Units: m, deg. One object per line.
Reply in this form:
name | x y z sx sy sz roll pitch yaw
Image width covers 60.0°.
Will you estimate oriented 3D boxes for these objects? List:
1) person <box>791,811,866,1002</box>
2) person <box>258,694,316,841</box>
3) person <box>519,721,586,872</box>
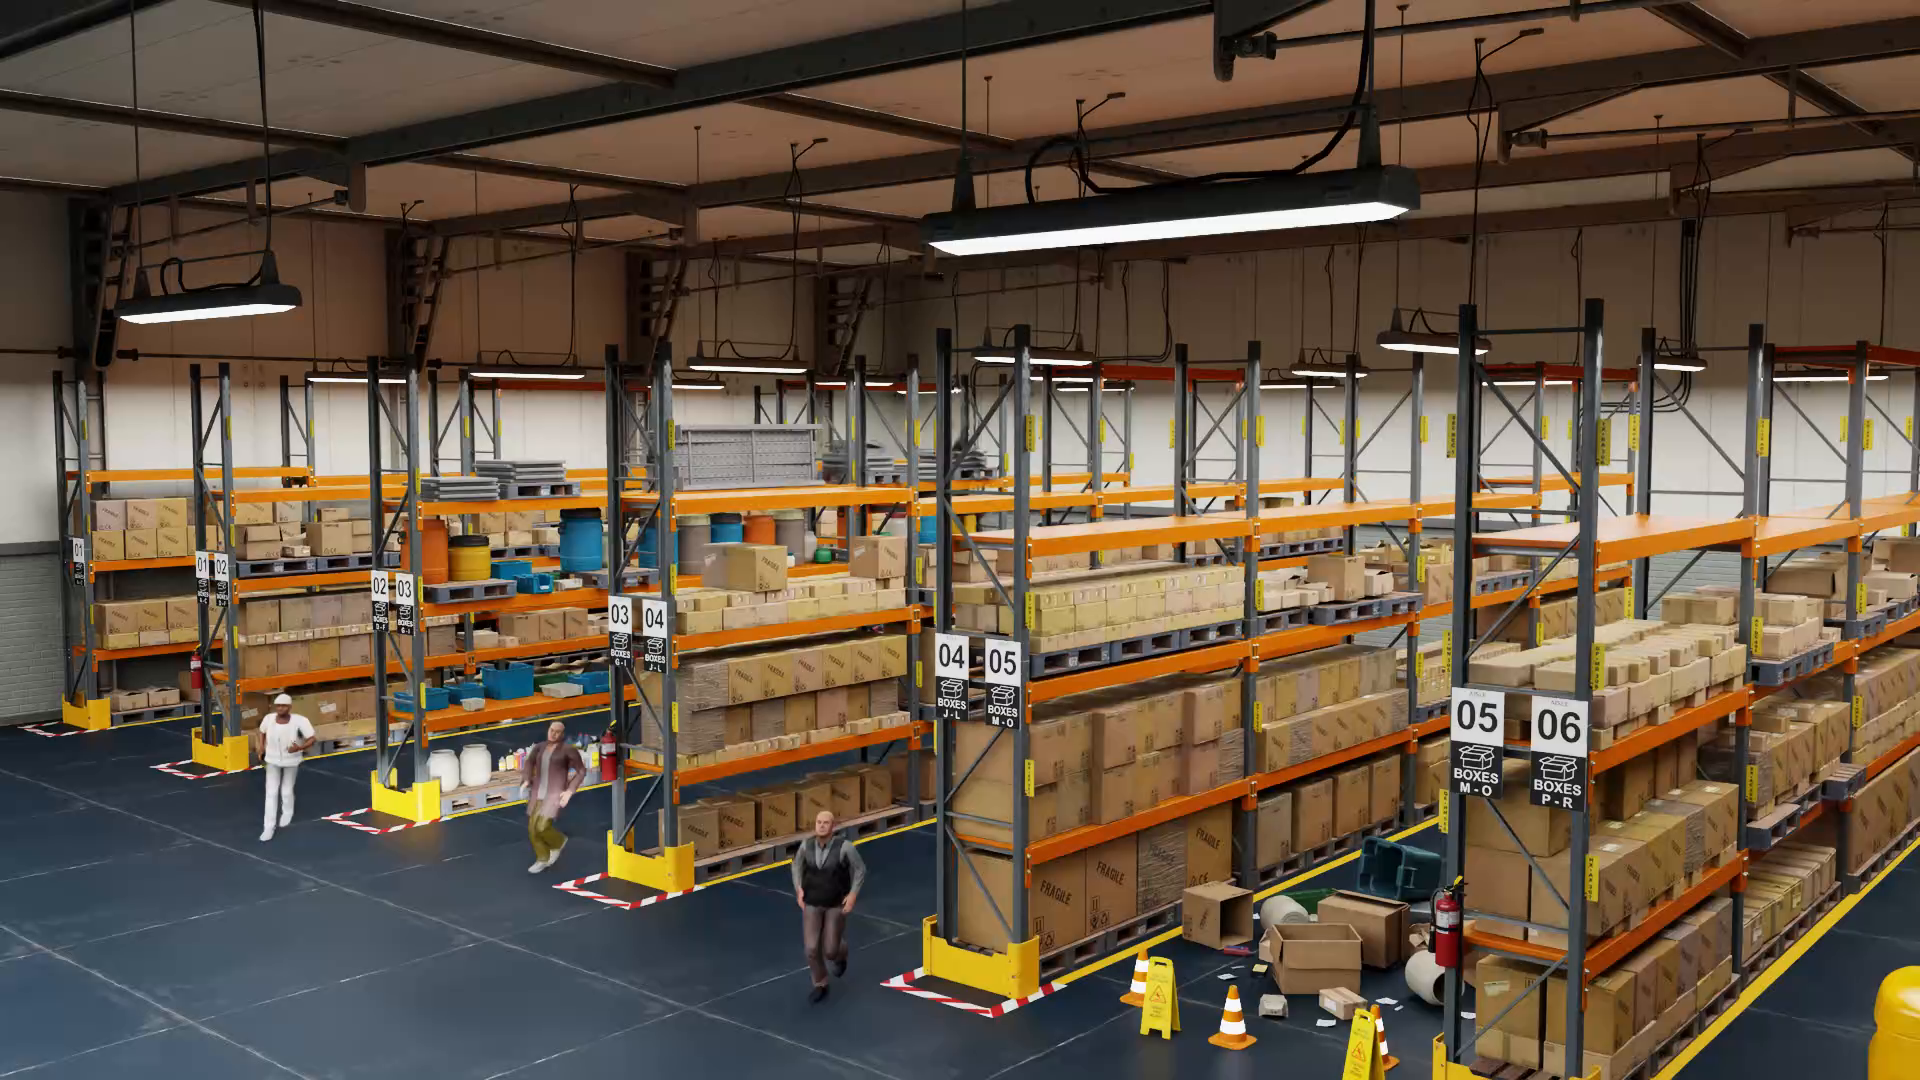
person | -1.184 3.255 14.964 0.690 1.686 0.616 1 4 11
person | -8.375 2.766 20.692 0.699 1.748 0.933 -1 4 -12
person | -4.677 2.936 19.031 0.784 1.731 0.570 2 4 21
